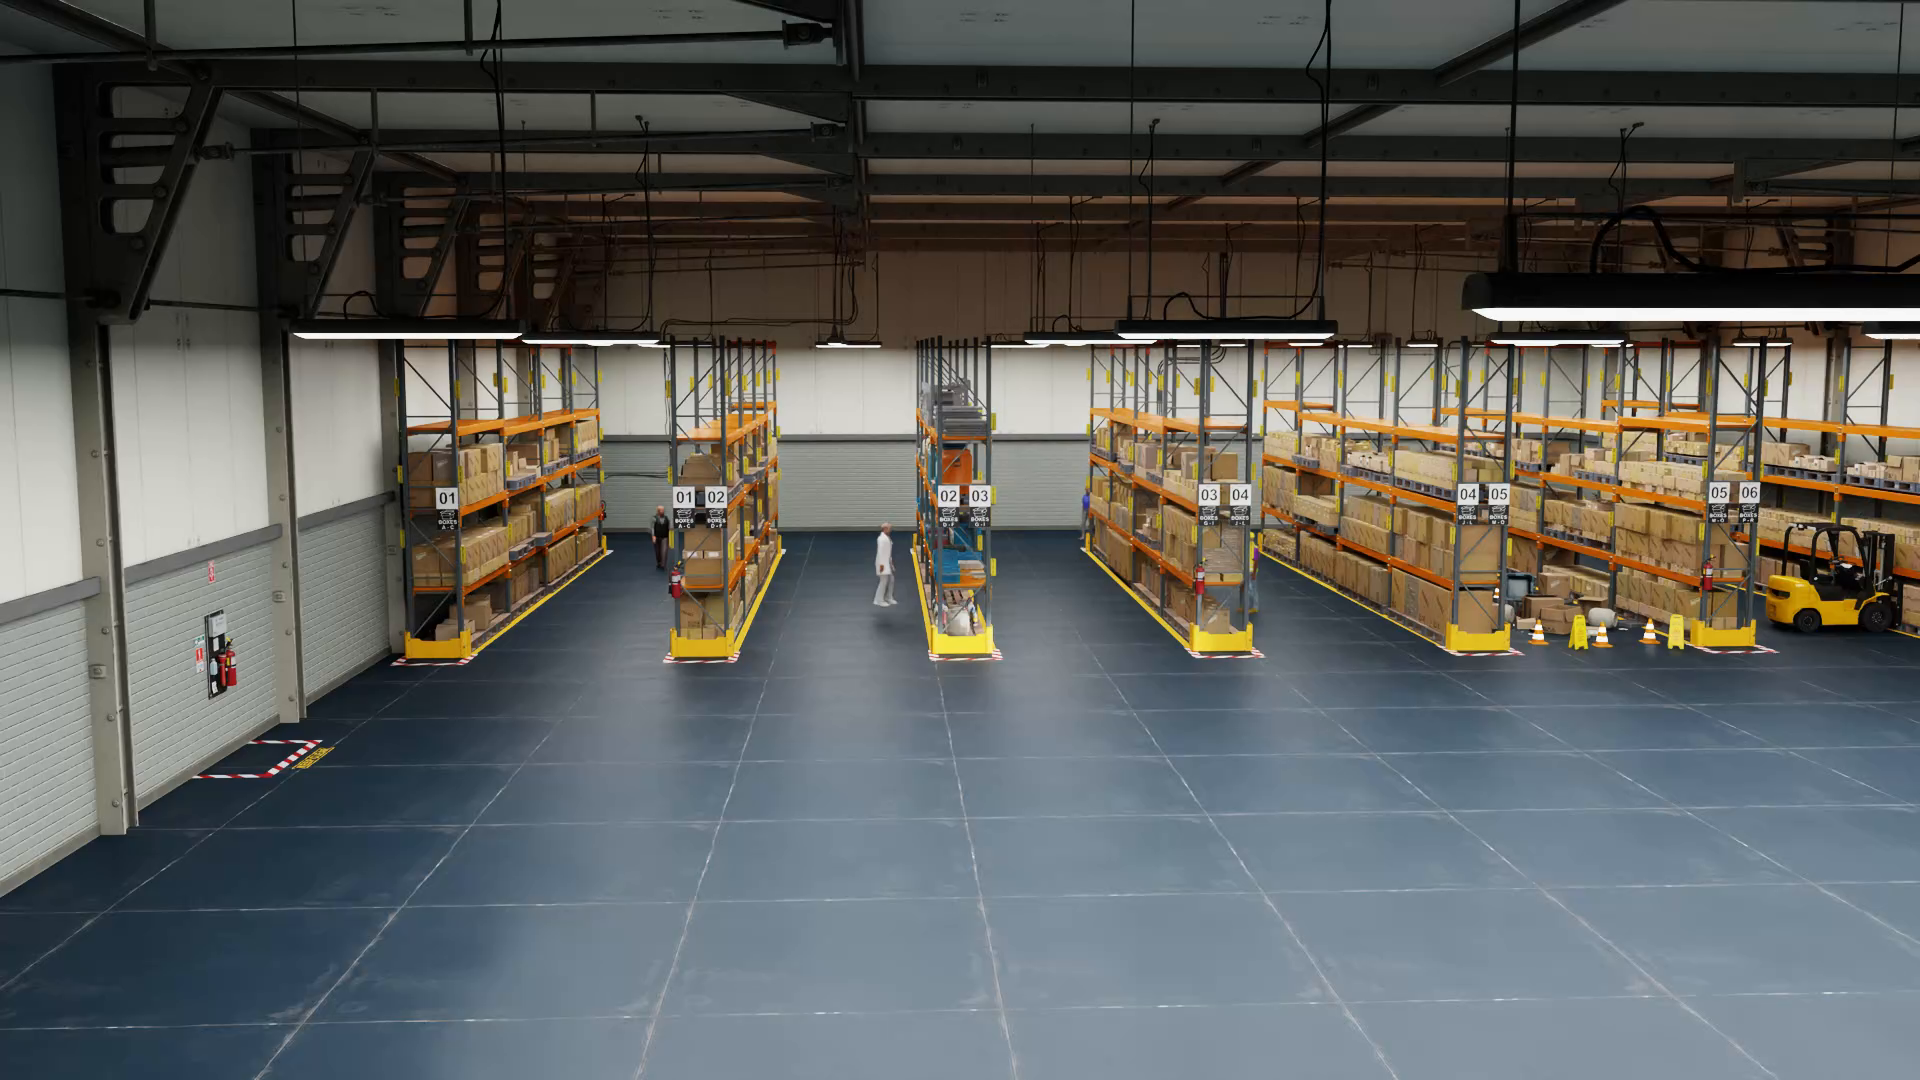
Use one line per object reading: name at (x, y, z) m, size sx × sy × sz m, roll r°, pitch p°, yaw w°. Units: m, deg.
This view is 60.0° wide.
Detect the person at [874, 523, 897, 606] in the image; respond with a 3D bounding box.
person at (-1.604, 0.516, 35.677) m, size 0.486 × 1.778 × 0.607 m, roll 1°, pitch 7°, yaw 12°

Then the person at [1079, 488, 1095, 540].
person at (3.912, -0.827, 50.486) m, size 0.453 × 1.611 × 0.970 m, roll 2°, pitch 7°, yaw 21°

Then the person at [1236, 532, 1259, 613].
person at (6.319, 0.695, 36.521) m, size 0.455 × 1.764 × 0.623 m, roll -4°, pitch 7°, yaw -29°

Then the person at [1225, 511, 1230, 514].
person at (7.859, -0.678, 49.207) m, size 0.465 × 1.626 × 0.956 m, roll 2°, pitch 7°, yaw 19°

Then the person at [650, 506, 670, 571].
person at (-7.831, -0.046, 43.432) m, size 0.501 × 1.684 × 0.988 m, roll -1°, pitch 7°, yaw -5°
